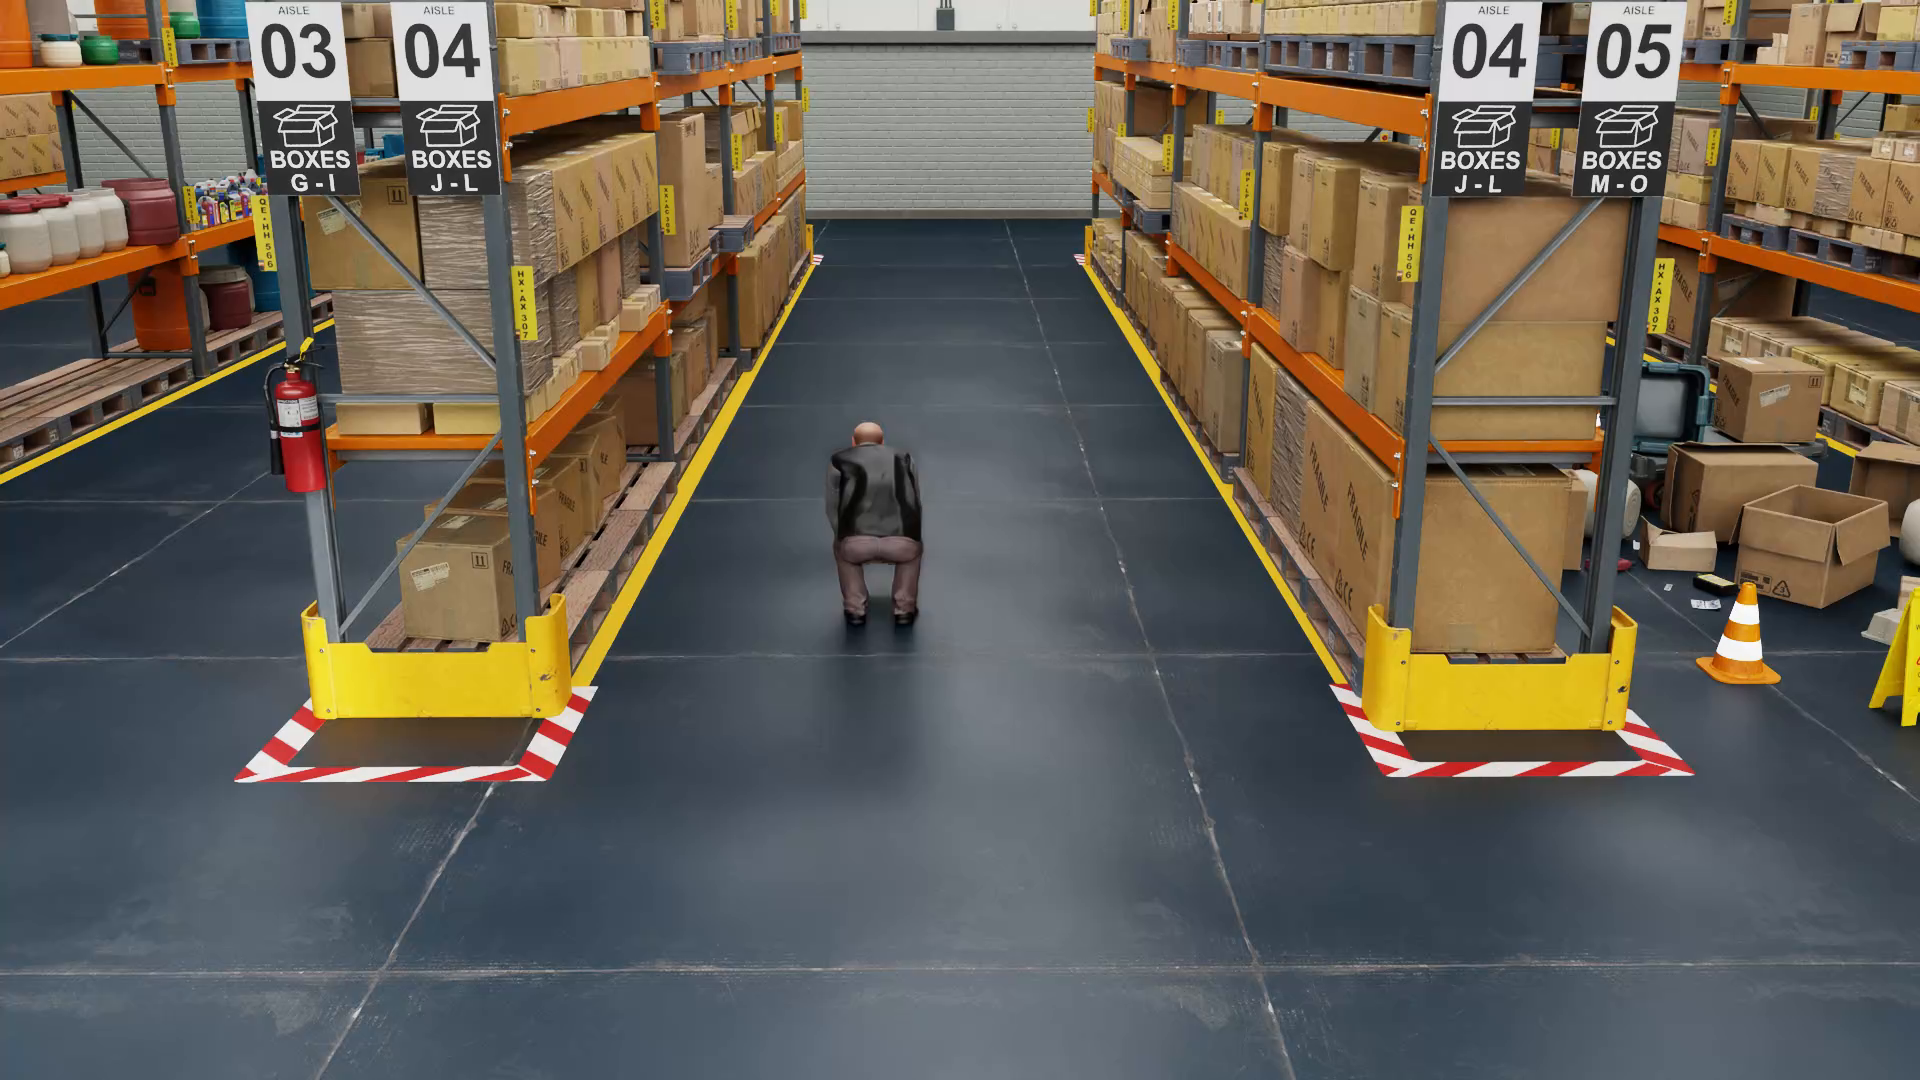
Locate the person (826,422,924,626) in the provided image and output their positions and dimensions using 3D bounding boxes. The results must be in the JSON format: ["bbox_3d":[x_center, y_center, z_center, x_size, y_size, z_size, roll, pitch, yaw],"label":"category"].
[{"bbox_3d":[-0.471,-0.079,9.091,0.548,0.998,0.863,0,17,-1],"label":"person"}]
